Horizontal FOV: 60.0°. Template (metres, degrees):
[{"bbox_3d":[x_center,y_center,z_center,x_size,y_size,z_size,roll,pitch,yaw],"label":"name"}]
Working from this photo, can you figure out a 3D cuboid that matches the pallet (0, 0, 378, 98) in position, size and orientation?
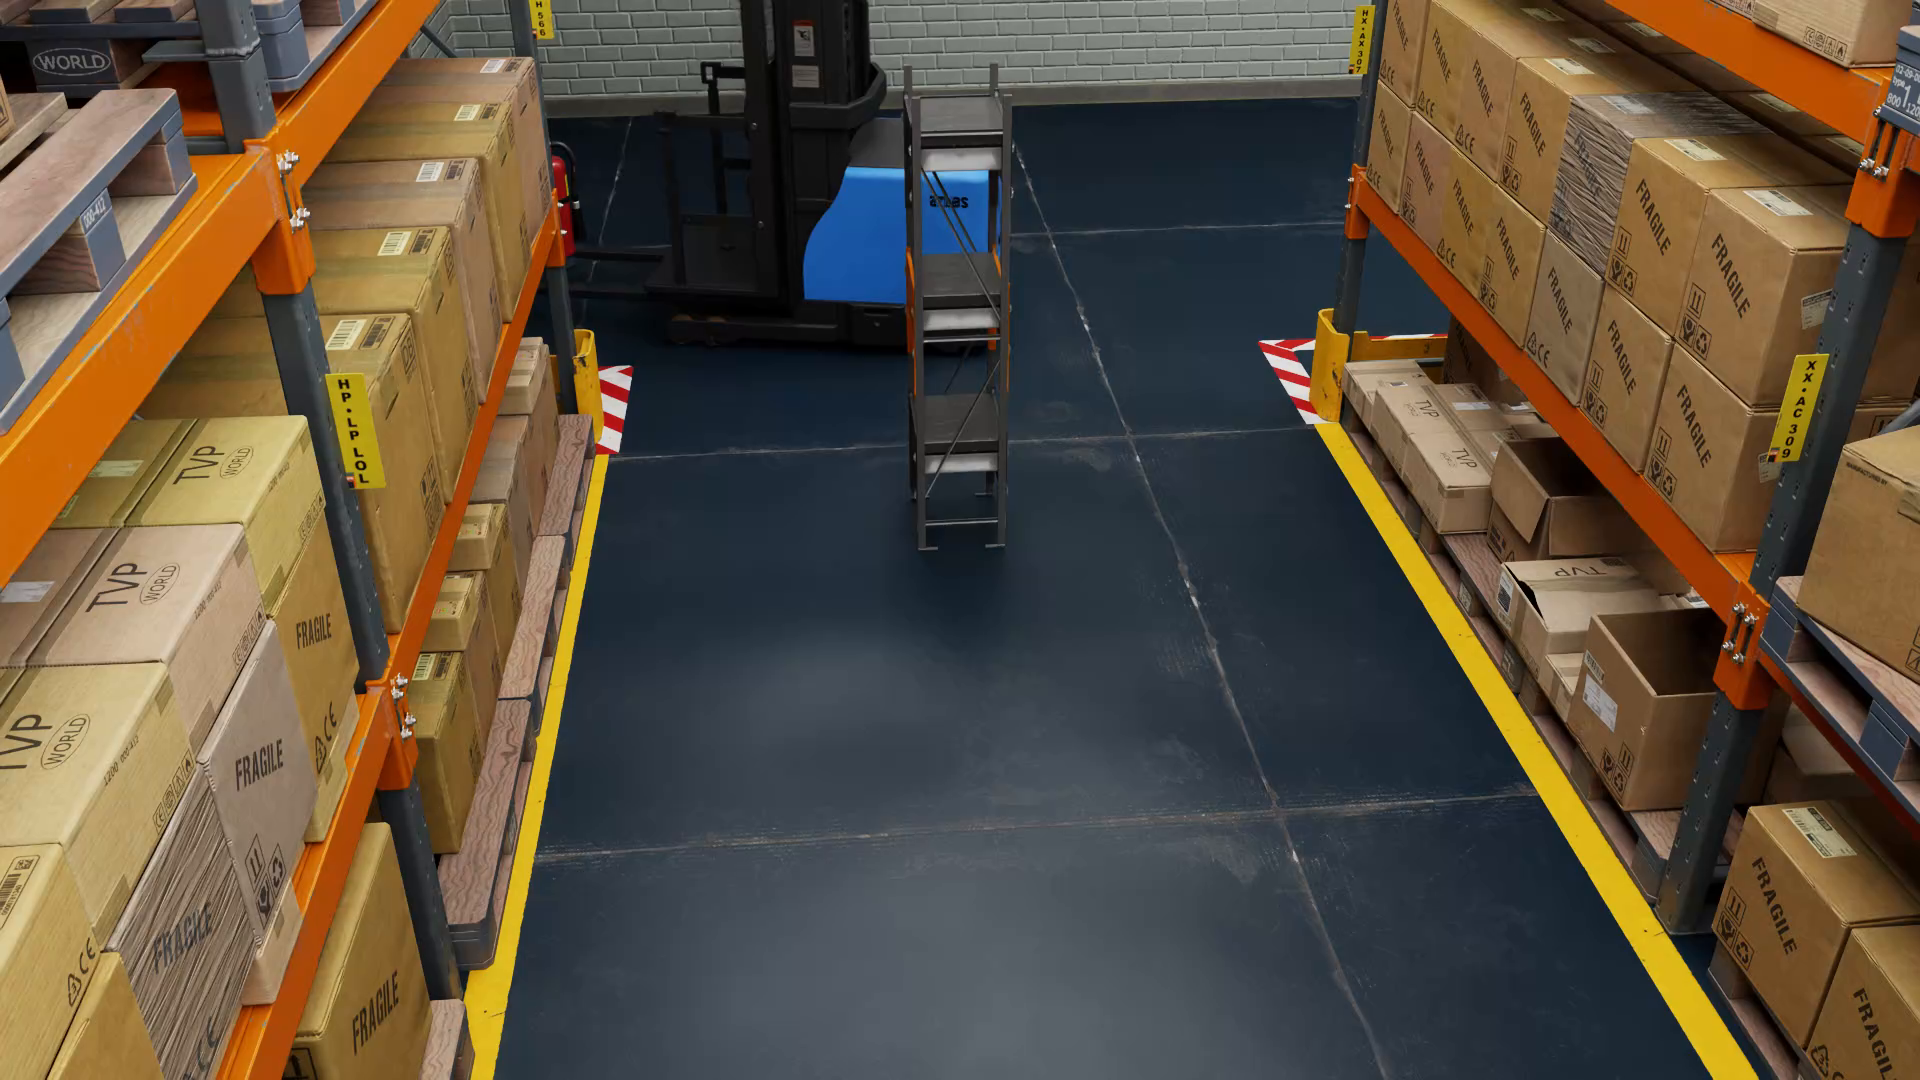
[{"bbox_3d":[-2.146,-1.448,4.411,1.003,0.211,1.213,-3,31,-5],"label":"pallet"}]

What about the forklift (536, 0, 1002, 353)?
[{"bbox_3d":[-1.270,-2.646,9.322,3.031,2.935,1.130,4,31,6],"label":"forklift"}]

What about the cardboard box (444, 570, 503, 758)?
[{"bbox_3d":[-2.091,0.469,6.068,0.700,0.500,0.500,-3,31,-5],"label":"cardboard box"}]

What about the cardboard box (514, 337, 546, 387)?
[{"bbox_3d":[-2.095,-0.799,7.558,0.380,0.149,0.250,-3,31,-5],"label":"cardboard box"}]

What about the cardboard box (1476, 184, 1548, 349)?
[{"bbox_3d":[2.400,-1.091,6.554,0.500,0.500,0.500,-2,31,-4],"label":"cardboard box"}]

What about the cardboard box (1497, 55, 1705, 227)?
[{"bbox_3d":[2.404,-1.513,6.286,0.500,0.500,0.500,-3,31,-5],"label":"cardboard box"}]

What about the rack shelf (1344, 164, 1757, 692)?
[{"bbox_3d":[2.665,-0.732,6.752,1.077,0.370,4.000,-3,31,-5],"label":"rack shelf"}]

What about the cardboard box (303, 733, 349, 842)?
[{"bbox_3d":[-1.719,0.606,4.036,0.380,0.149,0.250,-2,31,-4],"label":"cardboard box"}]

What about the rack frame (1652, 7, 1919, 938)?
[{"bbox_3d":[2.852,-0.020,4.858,1.000,3.000,0.127,-3,31,-5],"label":"rack frame"}]

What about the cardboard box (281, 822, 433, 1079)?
[{"bbox_3d":[-1.890,1.288,4.356,0.750,0.750,0.750,-2,31,-4],"label":"cardboard box"}]

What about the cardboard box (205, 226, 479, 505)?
[{"bbox_3d":[-2.177,-0.560,5.470,0.980,0.700,0.700,-4,31,-6],"label":"cardboard box"}]

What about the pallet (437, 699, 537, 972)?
[{"bbox_3d":[-2.073,1.025,5.829,1.003,0.211,1.213,-3,31,-5],"label":"pallet"}]

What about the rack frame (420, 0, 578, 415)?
[{"bbox_3d":[-2.453,-1.823,7.876,1.000,3.000,0.127,-3,31,-5],"label":"rack frame"}]

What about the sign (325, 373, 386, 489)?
[{"bbox_3d":[-1.540,-0.274,4.232,0.100,0.325,0.005,-3,31,-5],"label":"sign"}]

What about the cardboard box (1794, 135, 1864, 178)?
[{"bbox_3d":[3.039,-1.009,5.442,0.500,0.500,0.500,-4,31,-6],"label":"cardboard box"}]

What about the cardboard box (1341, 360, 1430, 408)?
[{"bbox_3d":[2.175,-0.797,8.510,0.380,0.149,0.250,-3,31,-5],"label":"cardboard box"}]

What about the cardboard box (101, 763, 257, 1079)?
[{"bbox_3d":[-1.690,0.781,3.111,0.500,0.500,0.500,-3,31,-4],"label":"cardboard box"}]

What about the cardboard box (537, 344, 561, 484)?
[{"bbox_3d":[-2.288,-0.577,7.819,0.700,0.500,0.500,-3,31,-5],"label":"cardboard box"}]

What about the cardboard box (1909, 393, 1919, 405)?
[{"bbox_3d":[3.076,-0.336,5.290,0.500,0.500,0.500,-2,31,-3],"label":"cardboard box"}]

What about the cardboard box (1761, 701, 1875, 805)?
[{"bbox_3d":[3.028,0.721,5.811,0.500,0.311,0.500,-3,31,-5],"label":"cardboard box"}]

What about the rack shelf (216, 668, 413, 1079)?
[{"bbox_3d":[-1.893,1.550,2.932,1.077,0.370,4.000,-3,31,-5],"label":"rack shelf"}]

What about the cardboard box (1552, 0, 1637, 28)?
[{"bbox_3d":[2.842,-2.062,7.205,0.500,0.500,0.500,-2,31,-3],"label":"cardboard box"}]

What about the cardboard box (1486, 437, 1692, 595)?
[{"bbox_3d":[2.671,-0.096,6.991,0.797,0.503,0.637,-3,31,-5],"label":"cardboard box"}]

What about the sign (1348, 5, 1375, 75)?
[{"bbox_3d":[1.938,-2.407,8.011,0.100,0.325,0.005,-3,31,-5],"label":"sign"}]

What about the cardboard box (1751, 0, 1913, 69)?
[{"bbox_3d":[2.542,-1.479,4.521,0.500,0.250,0.500,-3,31,-5],"label":"cardboard box"}]

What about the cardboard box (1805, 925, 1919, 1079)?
[{"bbox_3d":[2.715,1.395,4.498,0.500,0.500,0.500,-2,31,-4],"label":"cardboard box"}]

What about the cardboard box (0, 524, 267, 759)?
[{"bbox_3d":[-1.743,0.206,3.341,0.500,0.250,0.500,-2,31,-4],"label":"cardboard box"}]

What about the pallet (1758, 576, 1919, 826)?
[{"bbox_3d":[2.818,0.476,4.215,1.003,0.211,1.213,-3,31,-5],"label":"pallet"}]

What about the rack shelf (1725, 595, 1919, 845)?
[{"bbox_3d":[3.039,1.310,3.333,1.077,0.370,4.000,-3,31,-5],"label":"rack shelf"}]

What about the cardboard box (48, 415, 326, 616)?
[{"bbox_3d":[-1.781,-0.055,3.779,0.500,0.250,0.500,-2,31,-3],"label":"cardboard box"}]

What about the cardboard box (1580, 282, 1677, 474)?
[{"bbox_3d":[2.500,-0.569,5.679,0.500,0.500,0.500,-2,31,-3],"label":"cardboard box"}]

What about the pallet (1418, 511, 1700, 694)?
[{"bbox_3d":[2.672,0.203,7.205,1.003,0.211,1.213,-3,31,-5],"label":"pallet"}]

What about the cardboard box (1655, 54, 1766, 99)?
[{"bbox_3d":[2.943,-1.535,6.323,0.500,0.500,0.500,-2,31,-3],"label":"cardboard box"}]

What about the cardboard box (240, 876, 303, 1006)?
[{"bbox_3d":[-1.657,0.872,3.590,0.380,0.149,0.250,-3,31,-5],"label":"cardboard box"}]

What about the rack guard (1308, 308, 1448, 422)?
[{"bbox_3d":[2.485,-0.950,8.853,1.175,0.500,0.348,-3,31,-5],"label":"rack guard"}]

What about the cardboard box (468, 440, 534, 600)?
[{"bbox_3d":[-2.194,-0.065,6.962,0.700,0.500,0.500,-4,31,-6],"label":"cardboard box"}]

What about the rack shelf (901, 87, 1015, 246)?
[{"bbox_3d":[-0.015,-1.575,7.001,0.431,0.518,0.480,-3,31,-5],"label":"rack shelf"}]

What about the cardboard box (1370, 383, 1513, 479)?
[{"bbox_3d":[2.293,-0.524,7.954,0.500,0.250,0.500,-3,31,-5],"label":"cardboard box"}]

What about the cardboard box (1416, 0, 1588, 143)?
[{"bbox_3d":[2.314,-2.028,7.148,0.500,0.500,0.500,-2,31,-4],"label":"cardboard box"}]

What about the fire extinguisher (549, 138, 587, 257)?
[{"bbox_3d":[-2.008,-1.728,8.158,0.296,0.674,0.183,-3,31,-5],"label":"fire extinguisher"}]

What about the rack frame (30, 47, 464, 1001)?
[{"bbox_3d":[-2.080,0.220,4.457,1.000,3.000,0.127,-3,31,-5],"label":"rack frame"}]

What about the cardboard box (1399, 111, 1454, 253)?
[{"bbox_3d":[2.311,-1.602,7.410,0.500,0.500,0.500,-3,31,-5],"label":"cardboard box"}]

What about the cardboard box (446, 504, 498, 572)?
[{"bbox_3d":[-1.947,-0.003,6.225,0.380,0.149,0.250,-4,31,-6],"label":"cardboard box"}]

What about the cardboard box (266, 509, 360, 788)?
[{"bbox_3d":[-1.786,0.264,3.976,0.500,0.500,0.500,-3,31,-5],"label":"cardboard box"}]

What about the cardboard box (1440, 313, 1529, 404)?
[{"bbox_3d":[2.774,-0.912,8.360,0.500,0.500,0.500,-3,31,-5],"label":"cardboard box"}]

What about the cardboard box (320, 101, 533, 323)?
[{"bbox_3d":[-2.317,-1.321,6.743,0.980,0.700,0.700,-3,31,-5],"label":"cardboard box"}]

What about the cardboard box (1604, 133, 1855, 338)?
[{"bbox_3d":[2.496,-0.999,5.425,0.500,0.500,0.500,-3,31,-6],"label":"cardboard box"}]

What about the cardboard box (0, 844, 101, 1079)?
[{"bbox_3d":[-1.647,0.727,2.470,0.500,0.250,0.500,-3,31,-6],"label":"cardboard box"}]

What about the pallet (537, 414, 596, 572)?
[{"bbox_3d":[-2.301,-0.221,7.914,1.003,0.211,1.213,-3,31,-5],"label":"pallet"}]

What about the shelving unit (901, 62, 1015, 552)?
[{"bbox_3d":[-0.015,-0.986,7.353,0.431,2.100,0.503,-3,31,-5],"label":"shelving unit"}]

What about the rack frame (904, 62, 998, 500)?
[{"bbox_3d":[-0.038,-1.111,7.562,0.400,2.100,0.015,-3,31,-5],"label":"rack frame"}]

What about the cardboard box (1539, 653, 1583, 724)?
[{"bbox_3d":[2.421,0.549,6.256,0.380,0.149,0.250,-3,31,-5],"label":"cardboard box"}]

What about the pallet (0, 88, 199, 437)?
[{"bbox_3d":[-1.945,-0.520,2.957,0.805,0.209,1.217,-4,31,-7],"label":"pallet"}]

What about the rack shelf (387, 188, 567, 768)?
[{"bbox_3d":[-2.267,-0.493,6.351,1.077,0.370,4.000,-3,31,-5],"label":"rack shelf"}]

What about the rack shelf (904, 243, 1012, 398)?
[{"bbox_3d":[-0.015,-0.974,7.360,0.431,0.518,0.480,-3,31,-5],"label":"rack shelf"}]

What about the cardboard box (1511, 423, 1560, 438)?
[{"bbox_3d":[2.833,-0.318,7.610,0.500,0.250,0.500,-3,31,-5],"label":"cardboard box"}]
